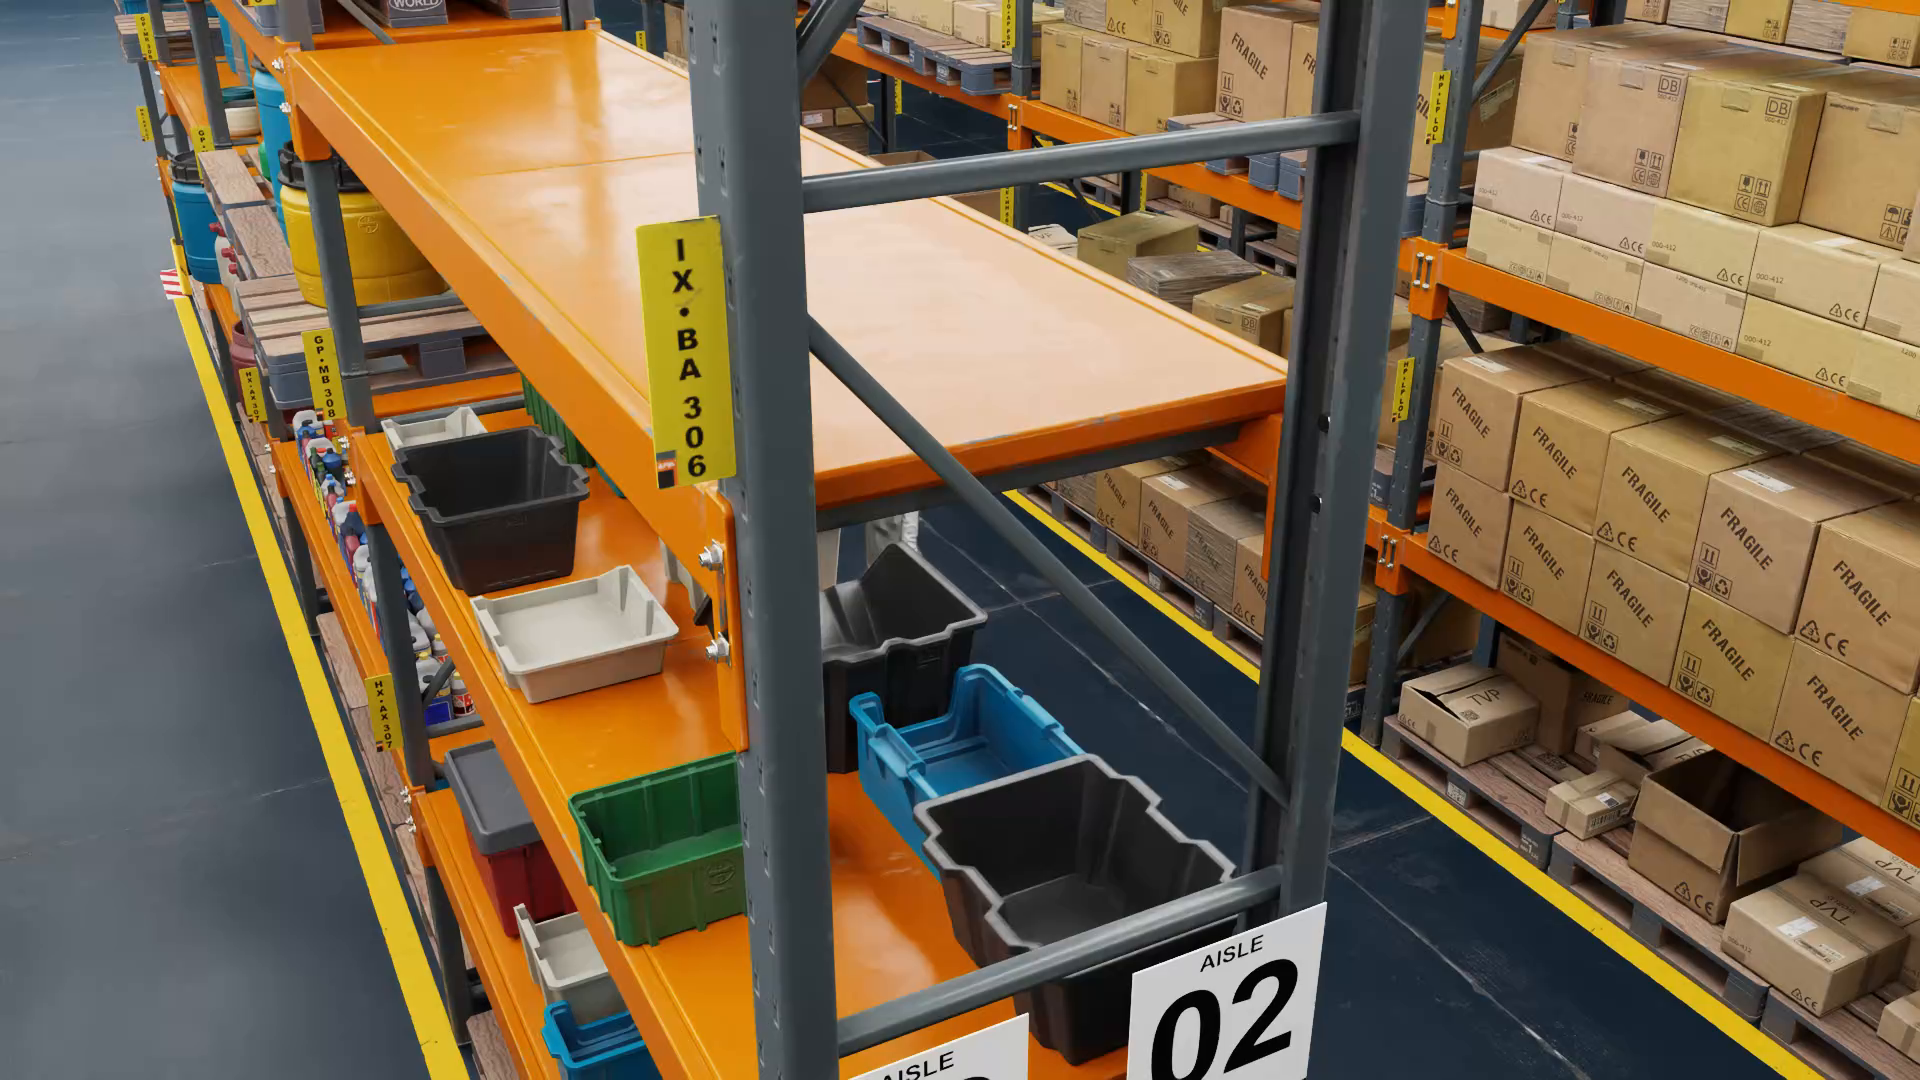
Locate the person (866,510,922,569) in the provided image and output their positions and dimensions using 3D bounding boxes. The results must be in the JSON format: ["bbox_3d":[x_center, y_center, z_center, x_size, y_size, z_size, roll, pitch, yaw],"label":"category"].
[{"bbox_3d":[-0.350,0.203,9.267,0.318,1.632,0.407,-12,28,-24],"label":"person"}]
